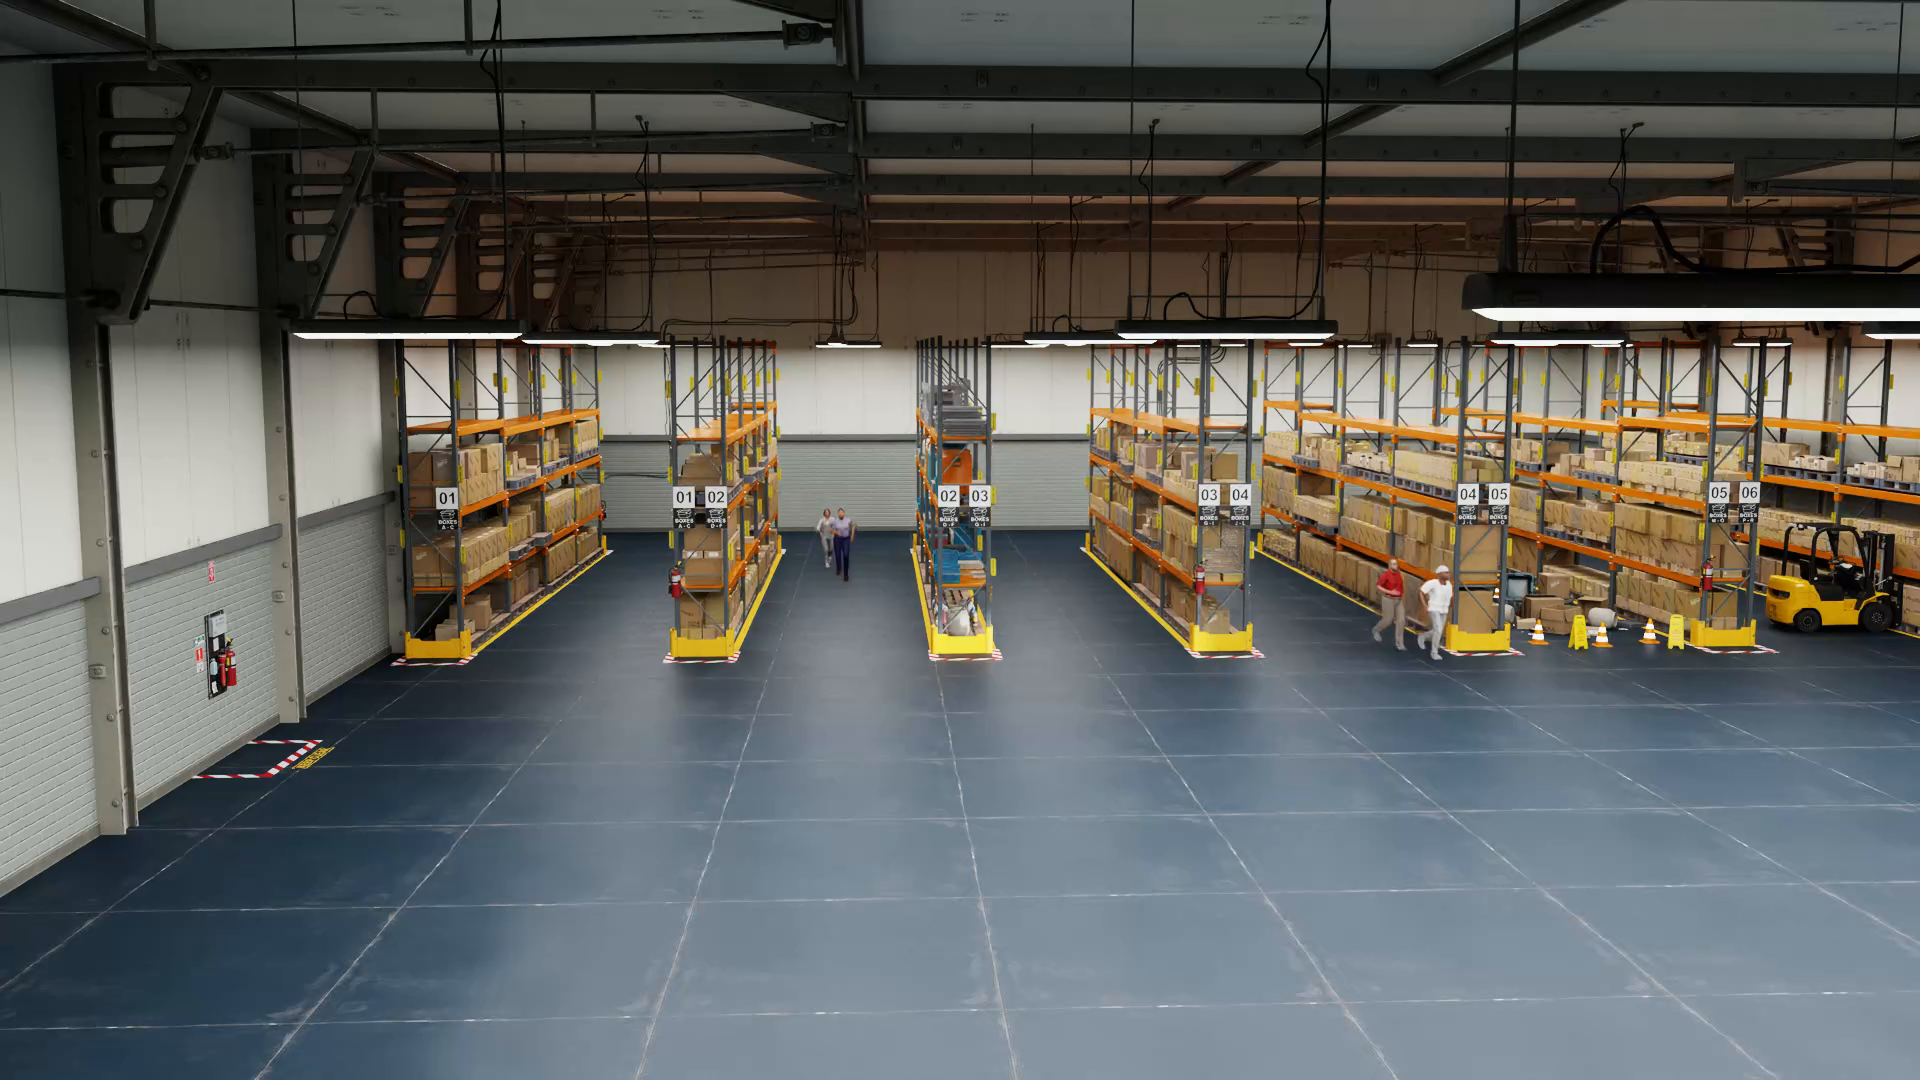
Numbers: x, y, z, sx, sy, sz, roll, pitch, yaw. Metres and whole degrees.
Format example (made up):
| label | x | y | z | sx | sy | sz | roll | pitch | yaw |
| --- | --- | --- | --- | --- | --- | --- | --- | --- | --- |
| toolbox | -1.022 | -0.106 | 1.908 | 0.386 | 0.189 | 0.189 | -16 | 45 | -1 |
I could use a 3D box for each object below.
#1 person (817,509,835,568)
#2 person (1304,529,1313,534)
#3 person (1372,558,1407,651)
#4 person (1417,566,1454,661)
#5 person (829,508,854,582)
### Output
| label | x | y | z | sx | sy | sz | roll | pitch | yaw |
| --- | --- | --- | --- | --- | --- | --- | --- | --- | --- |
| person | -3.533 | -0.059 | 44.147 | 0.537 | 1.549 | 0.594 | -1 | 7 | -10 |
| person | 10.191 | -0.659 | 48.877 | 0.730 | 1.640 | 1.089 | -4 | 8 | -31 |
| person | 8.339 | 1.235 | 32.198 | 0.691 | 1.773 | 0.894 | -3 | 7 | -28 |
| person | 8.948 | 1.337 | 31.216 | 0.746 | 1.728 | 0.824 | -3 | 7 | -25 |
| person | -2.833 | 0.122 | 39.997 | 0.613 | 1.767 | 0.660 | -1 | 7 | -6 |
